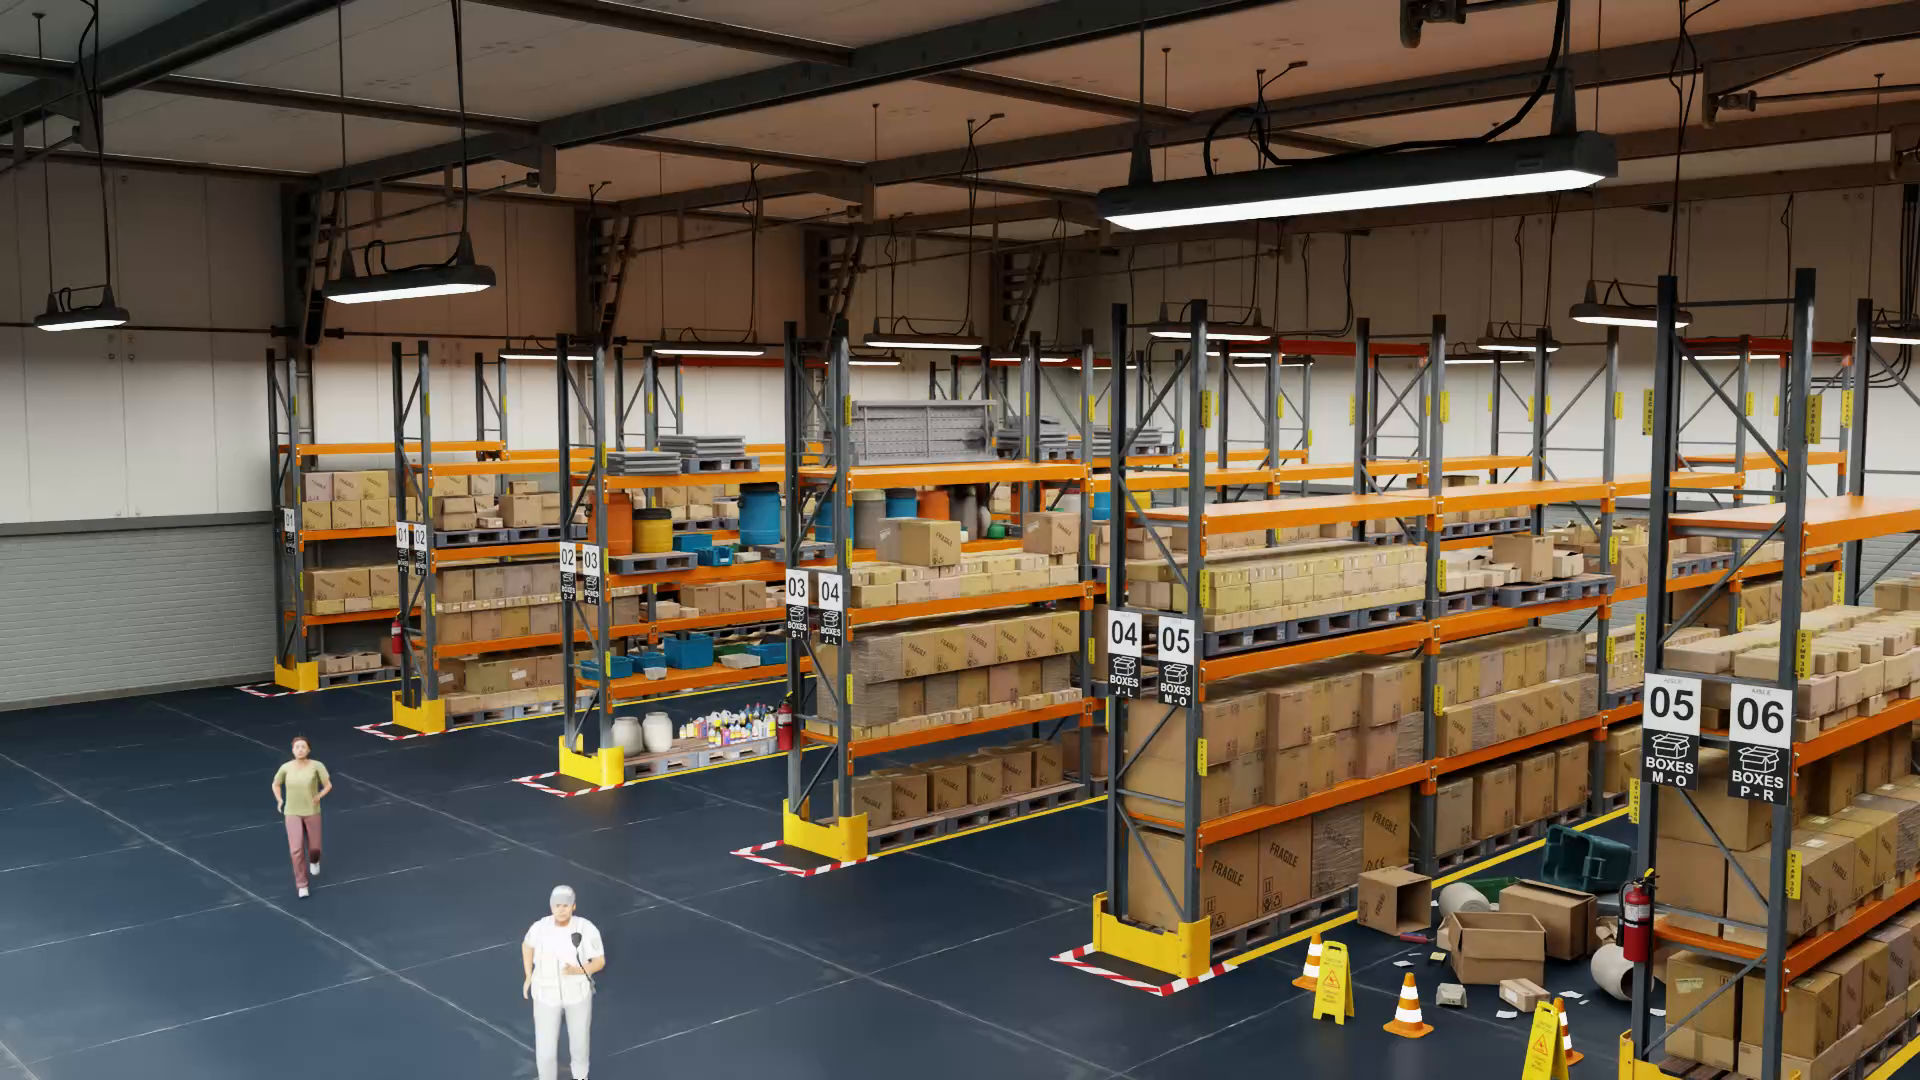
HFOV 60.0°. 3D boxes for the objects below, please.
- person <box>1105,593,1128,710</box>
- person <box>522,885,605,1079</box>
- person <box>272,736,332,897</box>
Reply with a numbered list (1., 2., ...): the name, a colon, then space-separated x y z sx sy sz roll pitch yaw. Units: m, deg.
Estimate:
1. person: 2.555 1.731 26.054 0.678 1.827 0.814 4 6 40
2. person: -2.831 3.304 11.886 0.587 1.718 0.814 -1 5 -11
3. person: -6.863 2.849 17.354 0.586 1.628 0.753 -2 5 -19
